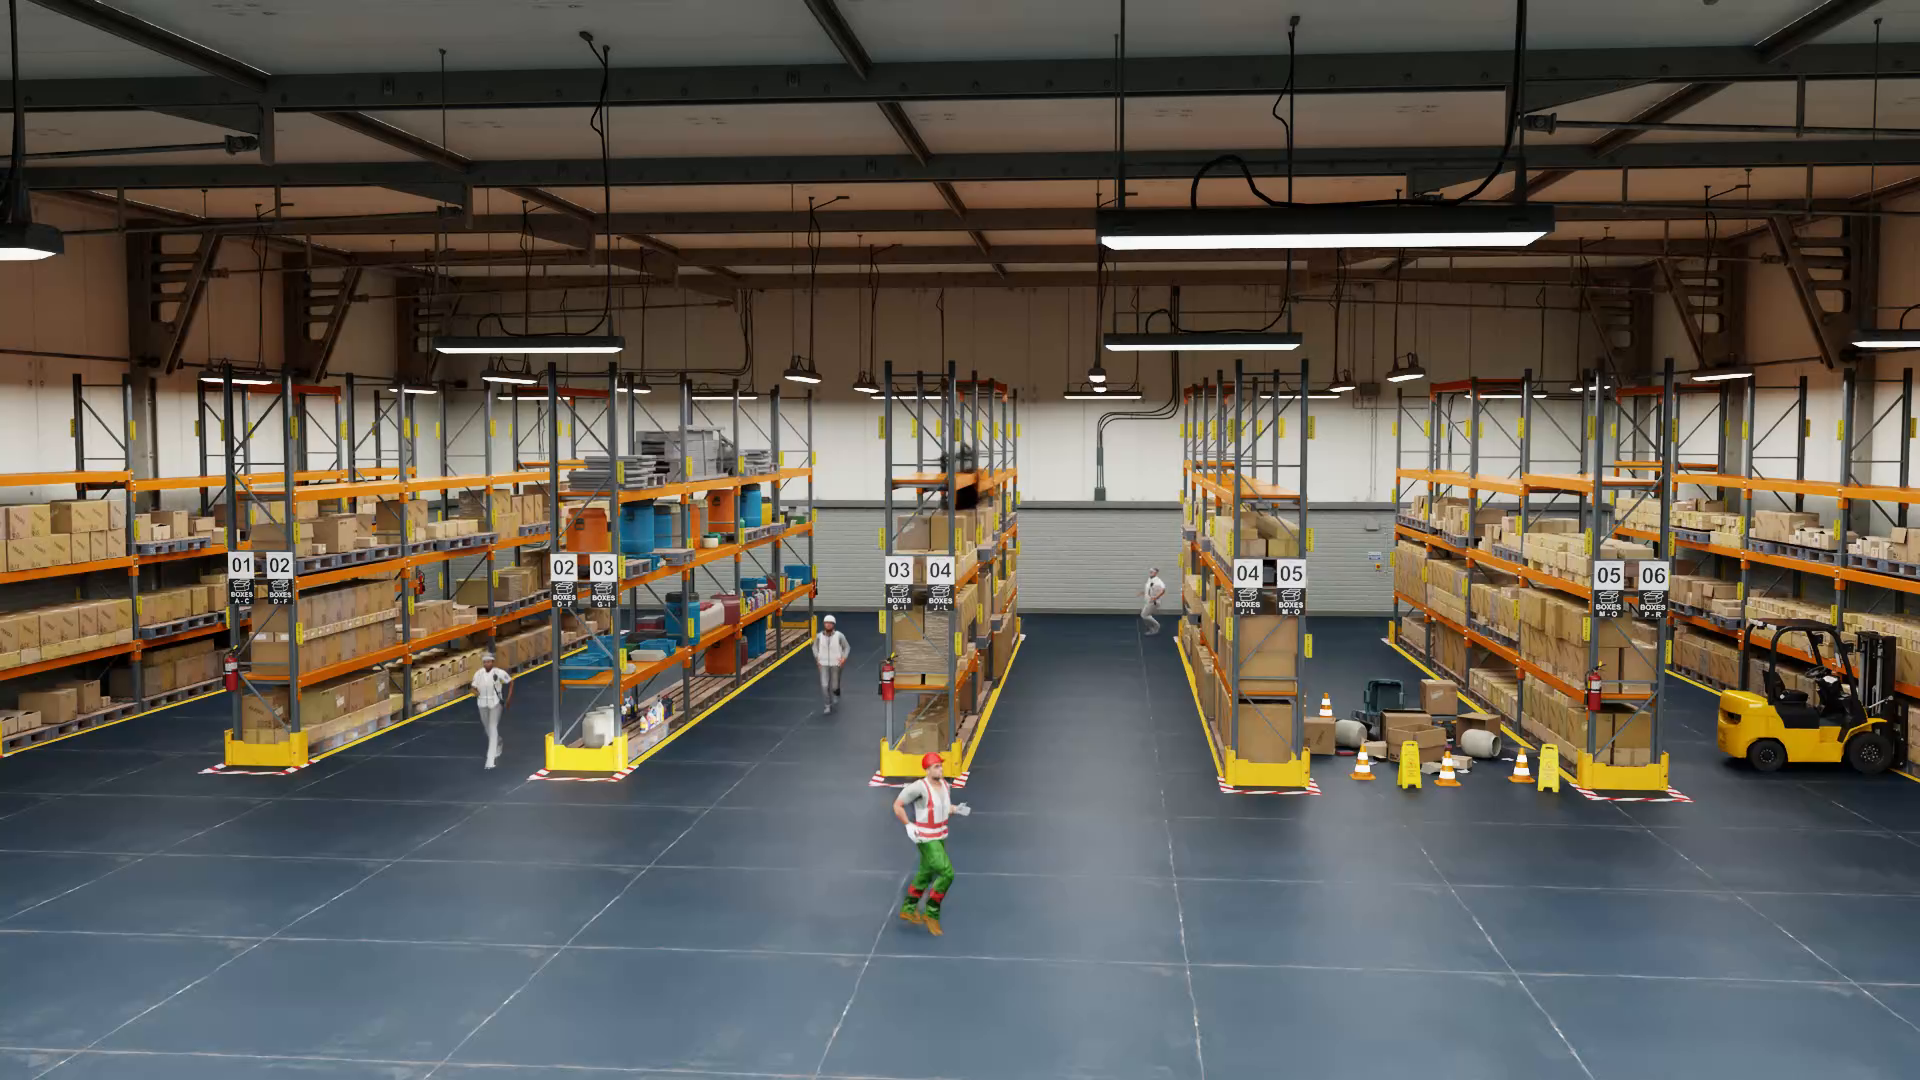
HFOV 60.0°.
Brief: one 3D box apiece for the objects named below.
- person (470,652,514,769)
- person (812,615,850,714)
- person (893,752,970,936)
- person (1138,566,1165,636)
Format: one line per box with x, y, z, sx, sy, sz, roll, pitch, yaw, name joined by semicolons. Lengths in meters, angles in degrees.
-7.062;2.522;25.045;0.609;1.716;0.903;0;4;6;person
-2.302;2.195;29.617;0.687;1.733;0.641;0;4;2;person
-0.267;3.030;16.667;0.746;1.833;0.616;2;4;29;person
4.648;1.486;40.595;0.553;1.718;0.672;-1;4;-9;person
